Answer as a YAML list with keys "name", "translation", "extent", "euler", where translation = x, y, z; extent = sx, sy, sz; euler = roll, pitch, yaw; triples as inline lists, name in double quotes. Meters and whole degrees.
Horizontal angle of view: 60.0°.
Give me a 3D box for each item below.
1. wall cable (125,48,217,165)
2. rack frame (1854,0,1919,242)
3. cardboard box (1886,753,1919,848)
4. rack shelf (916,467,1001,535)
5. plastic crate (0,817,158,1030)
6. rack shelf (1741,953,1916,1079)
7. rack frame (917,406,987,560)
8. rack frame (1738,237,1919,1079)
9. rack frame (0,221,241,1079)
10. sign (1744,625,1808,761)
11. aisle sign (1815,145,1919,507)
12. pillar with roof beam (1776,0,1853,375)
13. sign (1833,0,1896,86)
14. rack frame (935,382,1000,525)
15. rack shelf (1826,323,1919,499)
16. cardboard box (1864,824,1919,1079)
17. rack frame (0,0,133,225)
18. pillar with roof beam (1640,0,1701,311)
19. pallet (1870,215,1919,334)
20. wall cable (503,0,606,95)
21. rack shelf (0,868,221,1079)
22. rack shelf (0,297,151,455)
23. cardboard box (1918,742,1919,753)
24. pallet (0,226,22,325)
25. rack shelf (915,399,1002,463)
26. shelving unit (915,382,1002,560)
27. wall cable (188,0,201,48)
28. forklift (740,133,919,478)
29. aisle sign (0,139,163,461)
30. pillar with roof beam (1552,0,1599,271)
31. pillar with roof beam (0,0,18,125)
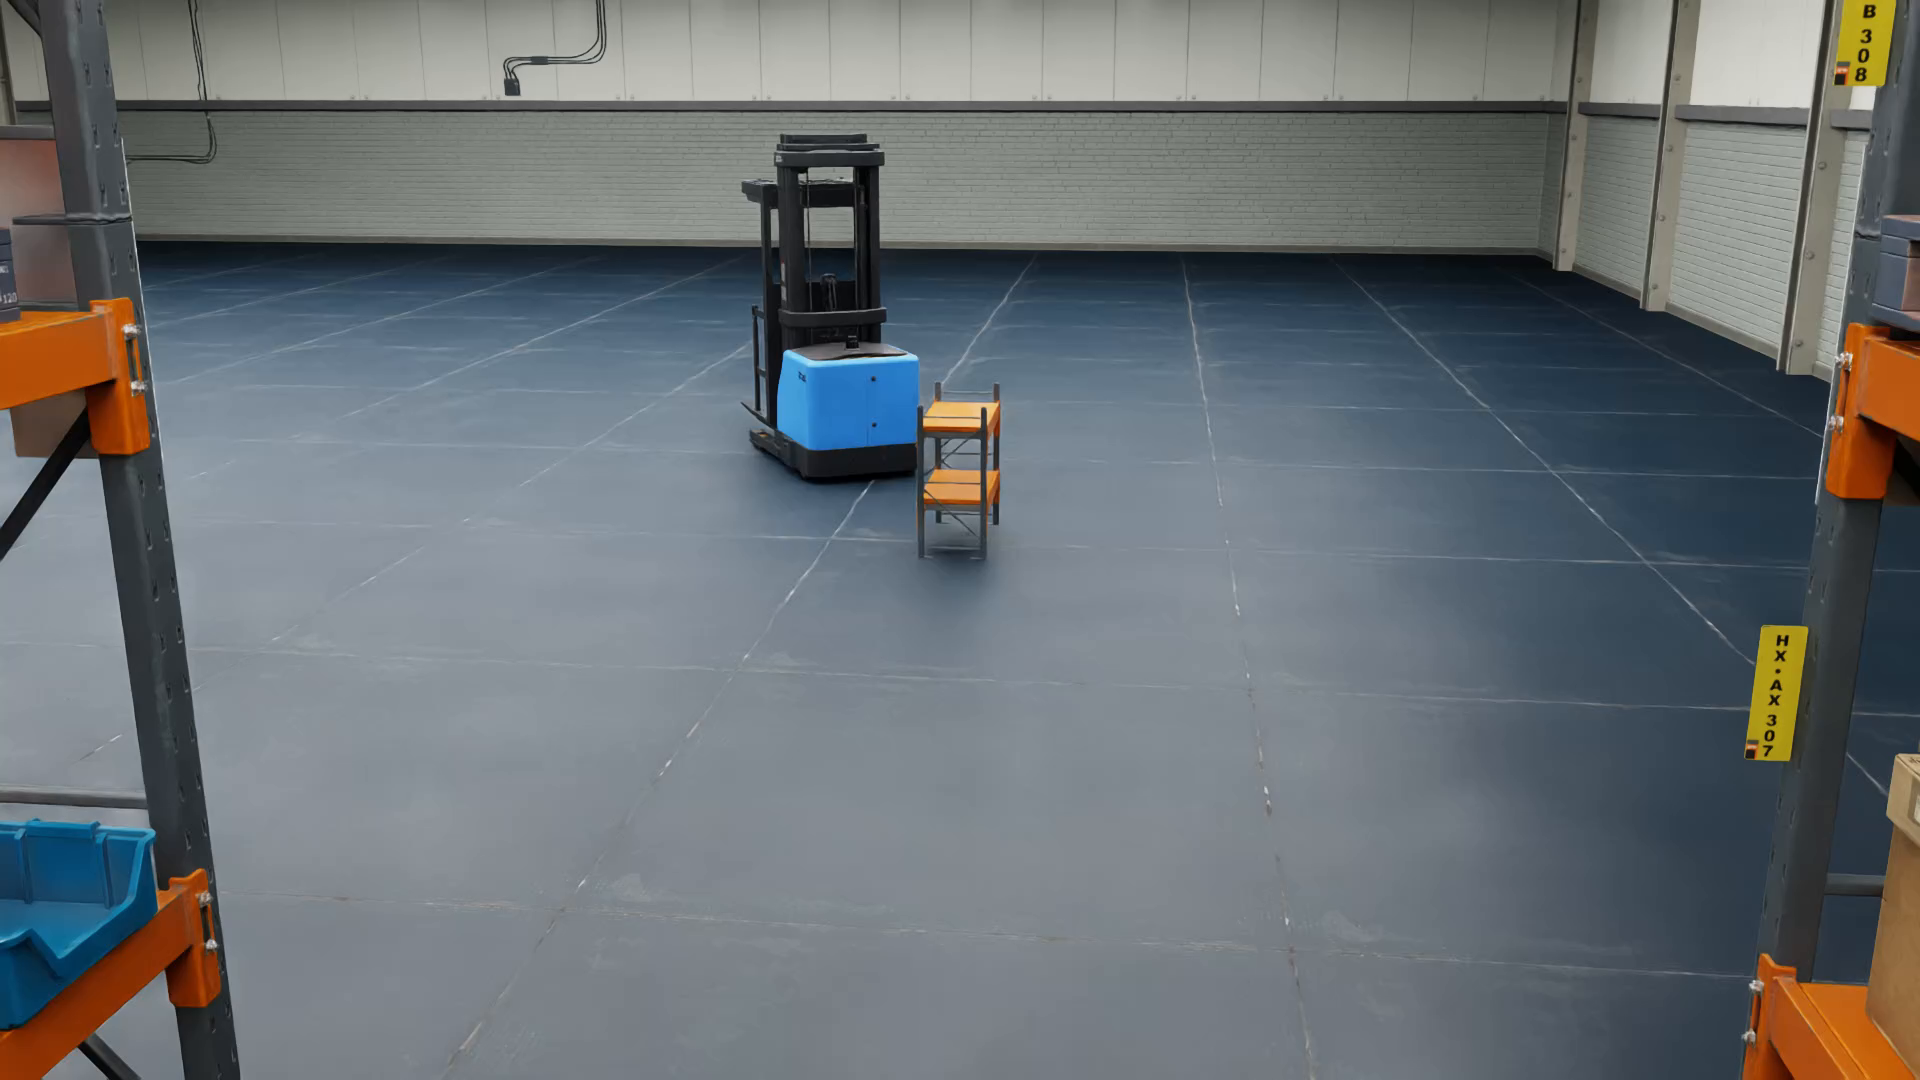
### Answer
- name: "wall cable"
  translation: [-18.147, -9.653, 37.070]
  extent: [3.097, 2.526, 0.112]
  euler: [2, 15, 6]
- name: "rack frame"
  translation: [2.417, -2.070, 3.079]
  extent: [1.000, 3.000, 0.127]
  euler: [2, 15, 6]
- name: "cardboard box"
  translation: [2.159, 0.560, 3.411]
  extent: [0.380, 0.149, 0.250]
  euler: [2, 15, 6]
- name: "rack shelf"
  translation: [-0.001, -0.305, 12.573]
  extent: [0.538, 0.278, 1.000]
  euler: [2, 15, 6]
- name: "plastic crate"
  translation: [-2.263, 0.889, 3.912]
  extent: [0.499, 0.251, 0.616]
  euler: [2, 15, 6]
- name: "rack shelf"
  translation: [2.192, 1.692, 2.037]
  extent: [1.077, 0.370, 4.000]
  euler: [2, 15, 6]
- name: "rack frame"
  translation: [-0.058, -0.409, 12.021]
  extent: [0.500, 1.125, 0.032]
  euler: [2, 15, 6]
- name: "rack frame"
  translation: [2.417, 0.826, 3.862]
  extent: [1.000, 3.000, 0.127]
  euler: [2, 15, 6]
- name: "rack frame"
  translation: [-2.504, 0.679, 4.405]
  extent: [1.000, 3.000, 0.127]
  euler: [2, 15, 6]
- name: "sign"
  translation: [1.867, 0.352, 3.804]
  extent: [0.100, 0.325, 0.005]
  euler: [2, 15, 6]
- name: "aisle sign"
  translation: [2.121, -0.455, 3.619]
  extent: [0.394, 0.787, 0.004]
  euler: [2, 15, 6]
- name: "pillar with roof beam"
  translation: [5.874, -6.514, 19.511]
  extent: [9.100, 9.000, 0.400]
  euler: [2, 15, 6]
- name: "sign"
  translation: [1.867, -1.100, 3.412]
  extent: [0.100, 0.325, 0.005]
  euler: [2, 15, 6]
- name: "rack frame"
  translation: [0.057, -0.673, 12.996]
  extent: [0.500, 1.125, 0.032]
  euler: [2, 15, 6]
- name: "rack shelf"
  translation: [2.192, 0.244, 1.646]
  extent: [1.077, 0.370, 4.000]
  euler: [2, 15, 6]
- name: "cardboard box"
  translation: [2.352, 0.898, 3.402]
  extent: [0.700, 0.500, 0.500]
  euler: [2, 15, 6]
- name: "rack frame"
  translation: [-2.504, -2.217, 3.622]
  extent: [1.000, 3.000, 0.127]
  euler: [2, 15, 6]
- name: "pillar with roof beam"
  translation: [6.551, -8.070, 25.266]
  extent: [9.100, 9.000, 0.400]
  euler: [2, 15, 6]
- name: "pallet"
  translation: [2.312, -0.397, 2.806]
  extent: [1.003, 0.211, 1.213]
  euler: [2, 15, 6]
- name: "wall cable"
  translation: [-8.716, -12.510, 35.172]
  extent: [2.305, 6.003, 0.169]
  euler: [2, 15, 6]
- name: "rack shelf"
  translation: [-2.729, 1.545, 2.580]
  extent: [1.077, 0.370, 4.000]
  euler: [2, 15, 6]
- name: "rack shelf"
  translation: [-2.729, 0.097, 2.189]
  extent: [1.077, 0.370, 4.000]
  euler: [2, 15, 6]
- name: "cardboard box"
  translation: [2.346, 0.286, 3.182]
  extent: [0.700, 0.500, 0.500]
  euler: [2, 15, 6]
- name: "pallet"
  translation: [-2.694, -0.466, 3.255]
  extent: [1.003, 0.211, 1.213]
  euler: [2, 15, 6]
- name: "rack shelf"
  translation: [-0.001, -0.824, 12.432]
  extent: [0.538, 0.278, 1.000]
  euler: [2, 15, 6]
- name: "shelving unit"
  translation: [-0.001, -0.541, 12.509]
  extent: [0.538, 1.125, 1.048]
  euler: [2, 15, 6]
- name: "wall cable"
  translation: [-15.459, -12.011, 36.116]
  extent: [3.097, 2.526, 0.112]
  euler: [2, 15, 6]
- name: "forklift"
  translation: [-1.369, -2.293, 15.525]
  extent: [1.130, 2.935, 3.031]
  euler: [-6, 16, -21]
- name: "aisle sign"
  translation: [-2.201, -0.586, 4.102]
  extent: [0.394, 0.787, 0.004]
  euler: [2, 15, 6]
- name: "pillar with roof beam"
  translation: [7.228, -9.626, 31.021]
  extent: [9.100, 9.000, 0.400]
  euler: [2, 15, 6]
- name: "pillar with roof beam"
  translation: [-15.516, -10.300, 33.514]
  extent: [9.100, 9.000, 0.400]
  euler: [2, 15, 6]
